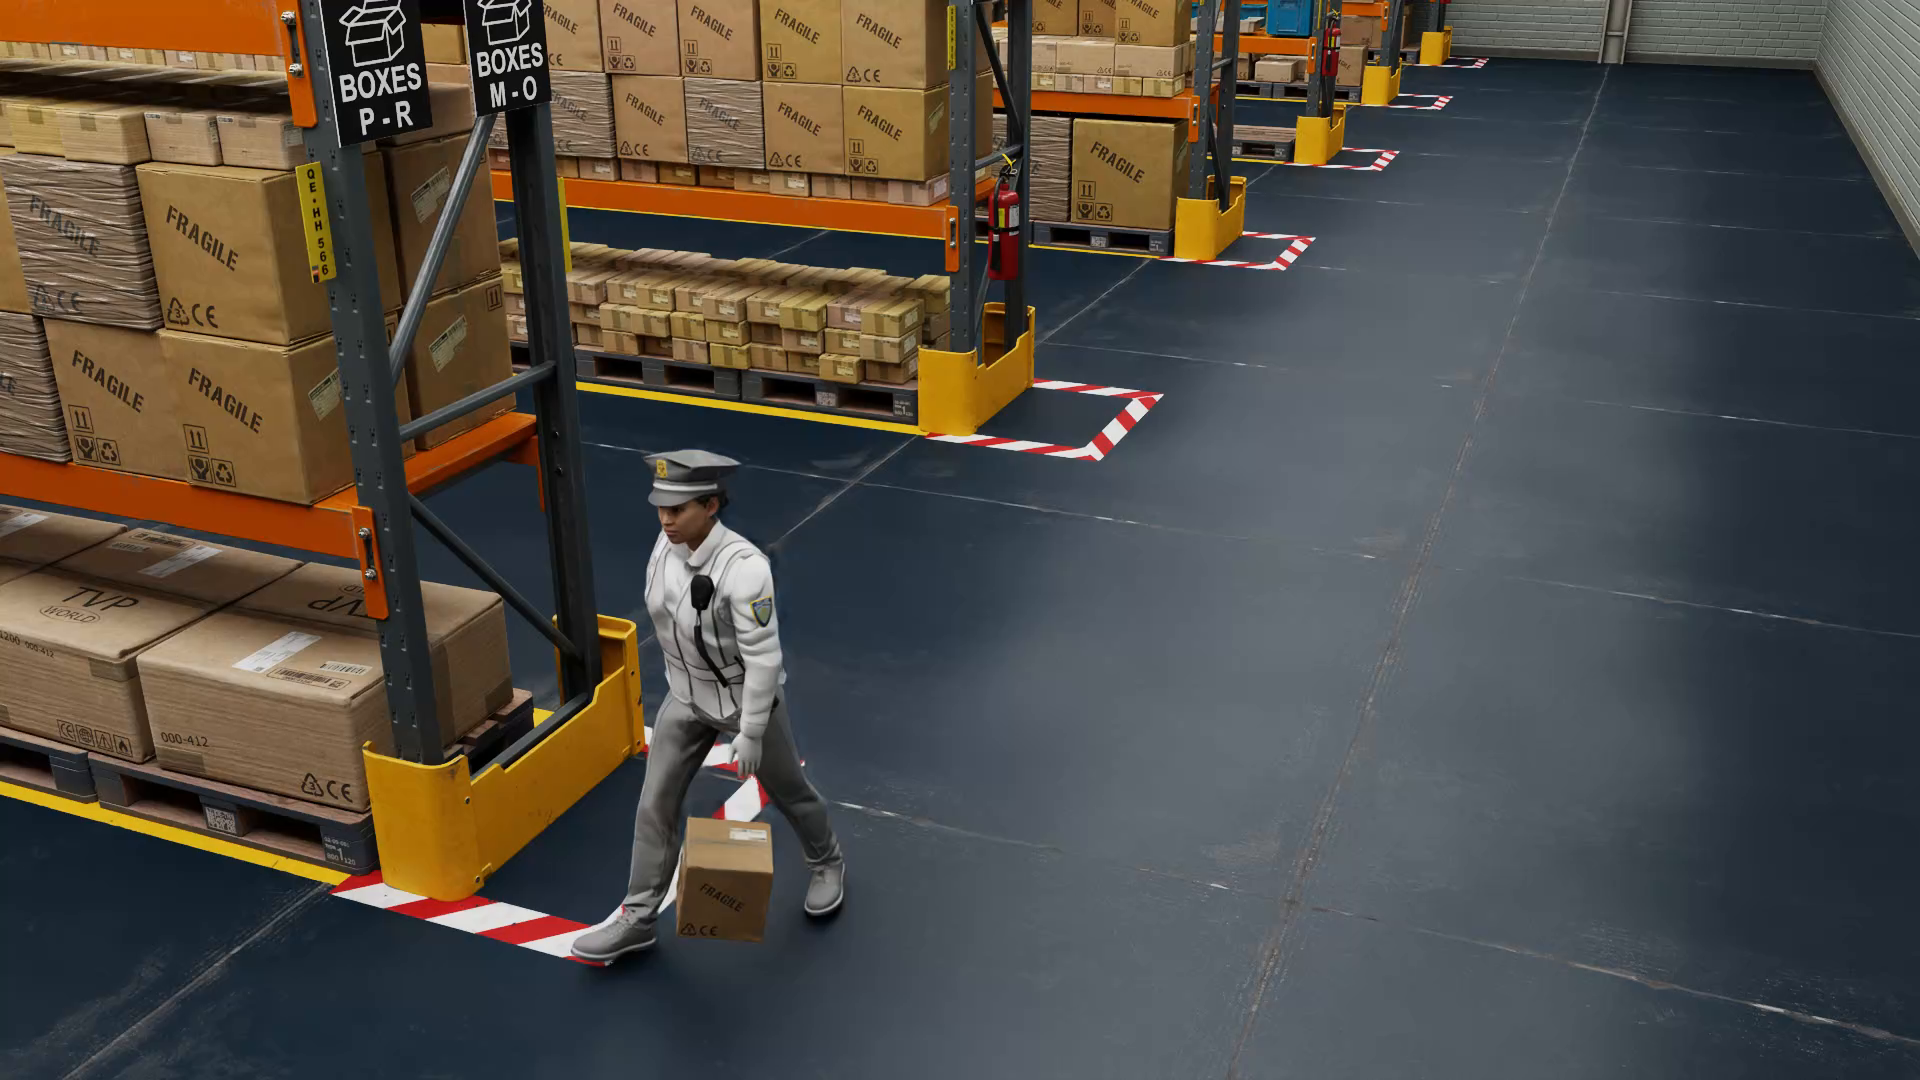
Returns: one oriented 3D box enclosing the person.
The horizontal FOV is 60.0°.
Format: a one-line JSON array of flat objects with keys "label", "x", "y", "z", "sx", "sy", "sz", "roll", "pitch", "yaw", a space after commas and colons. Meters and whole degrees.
[{"label": "person", "x": -0.723, "y": 0.483, "z": 4.925, "sx": 0.524, "sy": 1.624, "sz": 0.913, "roll": 17, "pitch": 28, "yaw": 35}]
